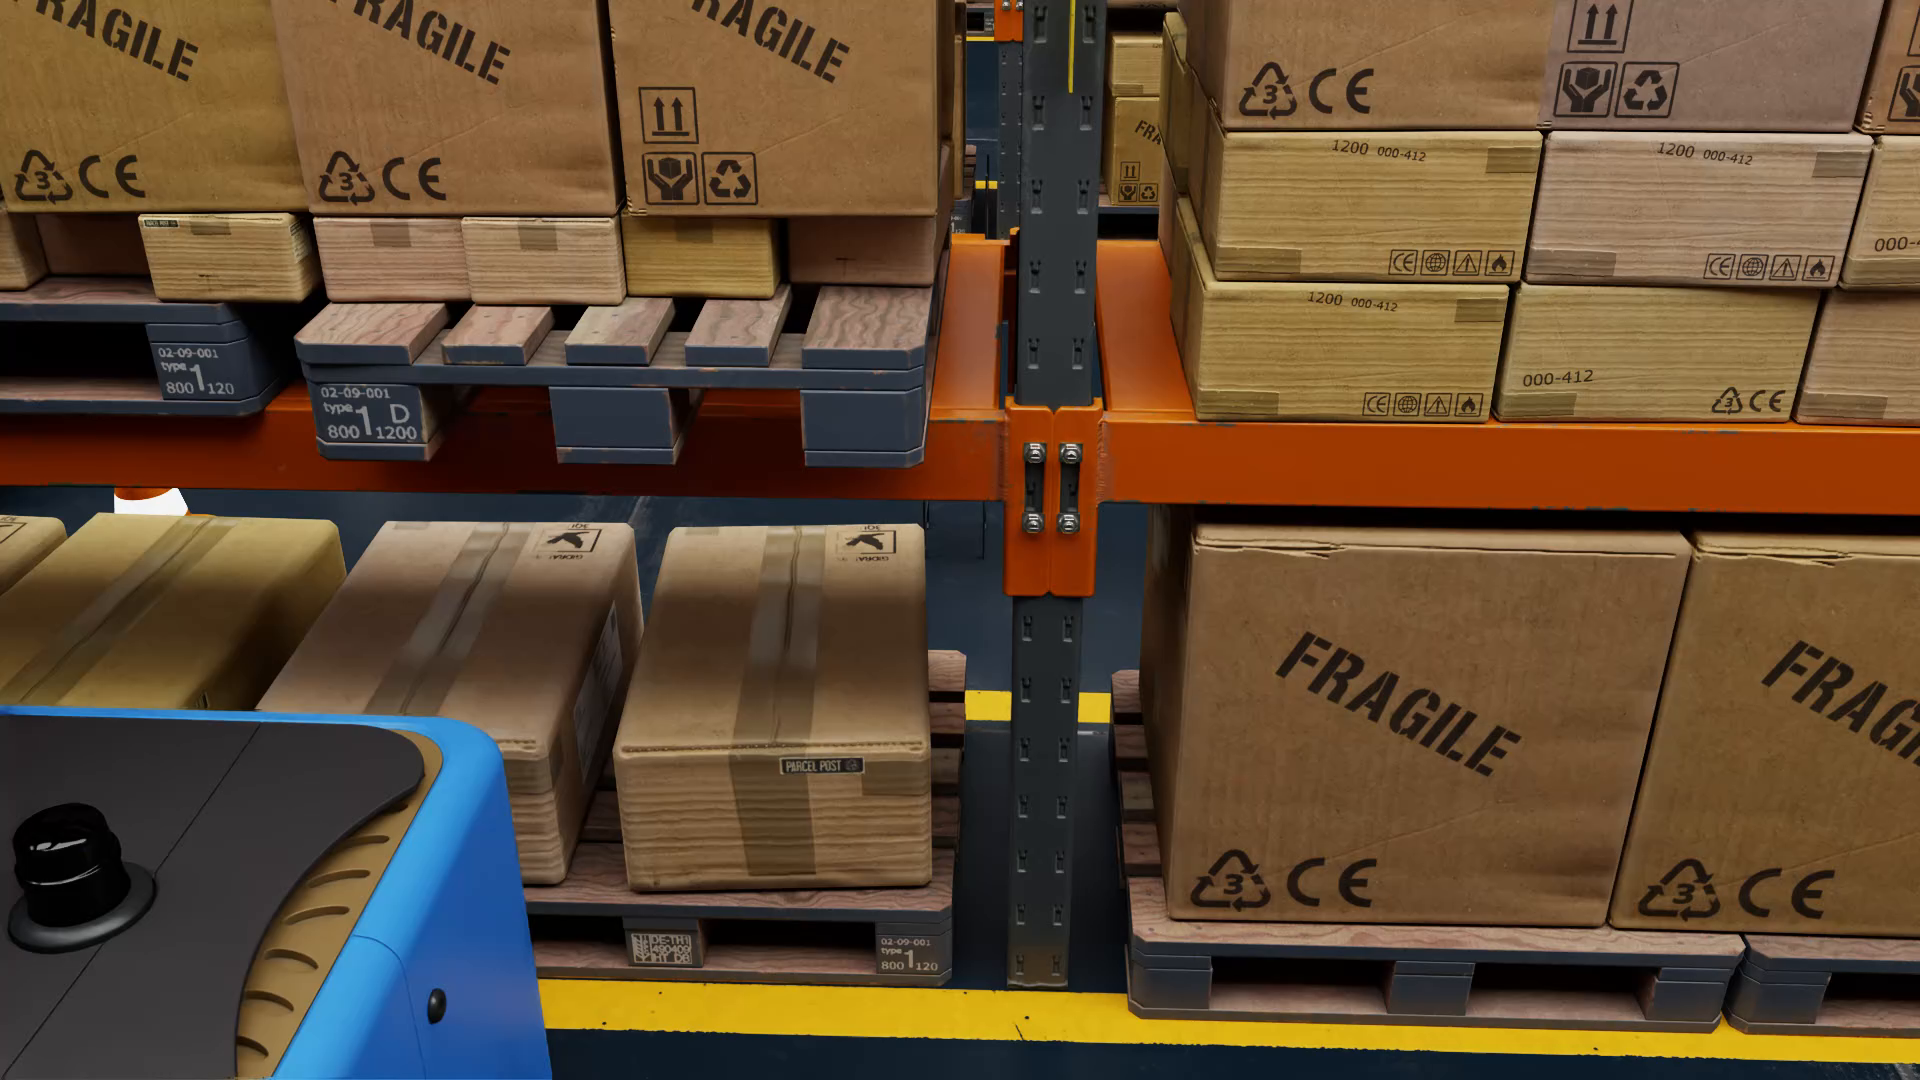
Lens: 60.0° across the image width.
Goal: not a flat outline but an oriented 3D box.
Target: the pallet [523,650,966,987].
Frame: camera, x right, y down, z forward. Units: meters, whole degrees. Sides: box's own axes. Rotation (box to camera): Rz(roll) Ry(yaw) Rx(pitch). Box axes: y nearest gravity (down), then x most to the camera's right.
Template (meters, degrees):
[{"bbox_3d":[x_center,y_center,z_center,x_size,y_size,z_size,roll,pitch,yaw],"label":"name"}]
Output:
[{"bbox_3d":[-0.602,0.600,3.893,1.213,0.211,1.003,1,28,2],"label":"pallet"}]

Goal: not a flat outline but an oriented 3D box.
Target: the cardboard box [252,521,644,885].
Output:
[{"bbox_3d":[-1.123,0.335,3.773,0.625,0.372,0.950,0,28,1],"label":"cardboard box"}]

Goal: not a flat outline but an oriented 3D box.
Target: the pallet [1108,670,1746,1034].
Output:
[{"bbox_3d":[0.964,0.662,3.776,1.213,0.211,1.003,1,28,2],"label":"pallet"}]

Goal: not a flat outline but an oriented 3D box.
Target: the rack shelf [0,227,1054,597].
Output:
[{"bbox_3d":[-1.820,-0.334,3.445,4.000,0.370,1.077,1,28,2],"label":"rack shelf"}]

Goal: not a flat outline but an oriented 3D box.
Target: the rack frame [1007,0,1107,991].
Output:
[{"bbox_3d":[0.179,-0.618,3.214,0.127,3.000,1.000,1,28,2],"label":"rack frame"}]

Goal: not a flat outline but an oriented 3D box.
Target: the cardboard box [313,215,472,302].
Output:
[{"bbox_3d":[-0.932,-0.550,2.904,0.250,0.149,0.380,0,28,-1],"label":"cardboard box"}]

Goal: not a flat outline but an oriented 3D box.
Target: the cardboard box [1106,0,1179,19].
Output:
[{"bbox_3d":[0.945,-2.461,8.109,0.500,0.250,0.500,0,28,1],"label":"cardboard box"}]

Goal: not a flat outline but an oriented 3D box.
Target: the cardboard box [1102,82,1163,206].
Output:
[{"bbox_3d":[0.951,-1.887,7.828,0.500,0.500,0.500,0,28,0],"label":"cardboard box"}]

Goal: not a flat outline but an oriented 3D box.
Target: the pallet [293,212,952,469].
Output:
[{"bbox_3d":[-0.537,-0.496,3.187,1.003,0.211,1.213,1,28,2],"label":"pallet"}]

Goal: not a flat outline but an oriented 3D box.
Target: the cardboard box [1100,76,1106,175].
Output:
[{"bbox_3d":[0.920,-2.130,8.285,0.500,0.500,0.500,1,28,2],"label":"cardboard box"}]

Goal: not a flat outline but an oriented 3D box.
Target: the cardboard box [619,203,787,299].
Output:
[{"bbox_3d":[-0.427,-0.559,2.921,0.250,0.149,0.380,1,28,3],"label":"cardboard box"}]

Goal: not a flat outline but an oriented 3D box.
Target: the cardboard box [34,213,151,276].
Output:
[{"bbox_3d":[-1.454,-0.611,3.020,0.250,0.149,0.380,1,28,2],"label":"cardboard box"}]

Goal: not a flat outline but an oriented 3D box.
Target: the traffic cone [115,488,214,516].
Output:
[{"bbox_3d":[-2.530,-0.198,5.130,0.334,0.463,0.336,1,28,2],"label":"traffic cone"}]

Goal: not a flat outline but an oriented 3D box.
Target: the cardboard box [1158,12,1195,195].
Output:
[{"bbox_3d":[0.672,-0.884,3.341,0.500,0.250,0.500,1,28,2],"label":"cardboard box"}]

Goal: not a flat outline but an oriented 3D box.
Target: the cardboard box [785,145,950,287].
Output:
[{"bbox_3d":[-0.157,-0.588,2.977,0.250,0.149,0.380,2,28,4],"label":"cardboard box"}]

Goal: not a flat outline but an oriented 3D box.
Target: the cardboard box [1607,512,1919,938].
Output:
[{"bbox_3d":[1.758,0.202,3.487,0.875,0.875,0.875,1,28,2],"label":"cardboard box"}]

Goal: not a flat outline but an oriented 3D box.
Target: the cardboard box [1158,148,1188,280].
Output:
[{"bbox_3d":[0.694,-0.665,3.462,0.500,0.250,0.500,0,28,0],"label":"cardboard box"}]

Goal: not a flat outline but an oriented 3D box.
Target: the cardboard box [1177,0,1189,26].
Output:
[{"bbox_3d":[0.705,-1.218,3.171,0.500,0.500,0.500,0,28,0],"label":"cardboard box"}]

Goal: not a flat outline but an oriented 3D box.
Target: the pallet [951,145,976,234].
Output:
[{"bbox_3d":[-0.533,-1.753,8.332,1.213,0.211,1.003,1,28,2],"label":"pallet"}]

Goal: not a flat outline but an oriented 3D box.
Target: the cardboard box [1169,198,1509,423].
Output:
[{"bbox_3d":[0.659,-0.426,3.012,0.500,0.250,0.500,0,28,1],"label":"cardboard box"}]

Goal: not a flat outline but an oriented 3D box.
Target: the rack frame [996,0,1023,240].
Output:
[{"bbox_3d":[0.253,-2.937,7.588,0.127,3.000,1.000,1,28,2],"label":"rack frame"}]

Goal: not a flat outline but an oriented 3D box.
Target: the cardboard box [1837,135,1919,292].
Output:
[{"bbox_3d":[1.691,-0.626,2.854,0.500,0.250,0.500,1,28,2],"label":"cardboard box"}]

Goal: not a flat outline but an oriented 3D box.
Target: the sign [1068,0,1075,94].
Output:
[{"bbox_3d":[0.169,-0.841,2.482,0.005,0.325,0.100,1,28,2],"label":"sign"}]

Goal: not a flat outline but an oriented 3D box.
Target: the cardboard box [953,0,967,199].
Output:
[{"bbox_3d":[-0.353,-2.181,8.115,0.750,0.750,1.050,1,28,1],"label":"cardboard box"}]

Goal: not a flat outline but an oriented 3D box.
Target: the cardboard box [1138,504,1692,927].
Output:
[{"bbox_3d":[0.866,0.185,3.518,0.875,0.875,0.875,1,28,1],"label":"cardboard box"}]

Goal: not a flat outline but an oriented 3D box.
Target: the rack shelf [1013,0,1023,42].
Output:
[{"bbox_3d":[2.251,-2.586,7.694,4.000,0.370,1.077,1,28,2],"label":"rack shelf"}]

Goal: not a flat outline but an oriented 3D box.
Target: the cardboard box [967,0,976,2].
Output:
[{"bbox_3d":[-0.142,-4.349,12.450,0.500,0.500,0.700,0,28,-1],"label":"cardboard box"}]

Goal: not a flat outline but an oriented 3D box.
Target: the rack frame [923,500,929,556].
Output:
[{"bbox_3d":[-0.106,-0.532,4.972,0.006,1.200,0.240,1,28,2],"label":"rack frame"}]

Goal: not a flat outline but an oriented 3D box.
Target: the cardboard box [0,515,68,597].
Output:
[{"bbox_3d":[-2.576,0.309,3.822,0.625,0.372,0.950,3,28,5],"label":"cardboard box"}]

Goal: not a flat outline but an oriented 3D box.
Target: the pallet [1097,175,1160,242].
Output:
[{"bbox_3d":[1.034,-1.691,8.215,1.213,0.211,1.003,1,28,2],"label":"pallet"}]

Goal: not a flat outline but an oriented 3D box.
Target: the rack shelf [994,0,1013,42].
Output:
[{"bbox_3d":[-1.746,-2.652,7.819,4.000,0.370,1.077,1,28,2],"label":"rack shelf"}]

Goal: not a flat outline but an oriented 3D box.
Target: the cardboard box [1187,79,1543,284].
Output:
[{"bbox_3d":[0.677,-0.649,2.898,0.500,0.250,0.500,1,28,1],"label":"cardboard box"}]

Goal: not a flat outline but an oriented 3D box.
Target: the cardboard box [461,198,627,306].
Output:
[{"bbox_3d":[-0.681,-0.542,2.890,0.250,0.149,0.380,1,28,1],"label":"cardboard box"}]

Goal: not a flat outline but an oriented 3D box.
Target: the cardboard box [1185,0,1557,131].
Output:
[{"bbox_3d":[0.663,-0.982,2.725,0.500,0.500,0.500,0,28,0],"label":"cardboard box"}]

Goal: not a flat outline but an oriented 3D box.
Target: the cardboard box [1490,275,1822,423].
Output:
[{"bbox_3d":[1.173,-0.426,3.011,0.500,0.250,0.500,0,28,0],"label":"cardboard box"}]

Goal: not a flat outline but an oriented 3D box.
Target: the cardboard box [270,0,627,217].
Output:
[{"bbox_3d":[-0.802,-0.860,2.798,0.500,0.500,0.500,1,28,1],"label":"cardboard box"}]

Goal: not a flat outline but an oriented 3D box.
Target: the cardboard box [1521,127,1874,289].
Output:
[{"bbox_3d":[1.193,-0.640,2.881,0.500,0.250,0.500,2,28,3],"label":"cardboard box"}]

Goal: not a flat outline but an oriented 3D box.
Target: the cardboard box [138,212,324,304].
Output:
[{"bbox_3d":[-1.208,-0.548,2.901,0.250,0.149,0.380,1,28,3],"label":"cardboard box"}]

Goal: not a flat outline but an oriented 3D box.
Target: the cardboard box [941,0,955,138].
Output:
[{"bbox_3d":[-0.263,-1.095,3.241,0.500,0.500,0.500,0,28,0],"label":"cardboard box"}]

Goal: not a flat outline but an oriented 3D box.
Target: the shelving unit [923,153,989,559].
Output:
[{"bbox_3d":[-0.014,-0.530,4.969,0.189,1.200,0.258,1,28,2],"label":"shelving unit"}]

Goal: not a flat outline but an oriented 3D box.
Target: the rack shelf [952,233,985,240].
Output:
[{"bbox_3d":[-0.014,-0.809,4.822,0.180,0.103,0.258,1,28,2],"label":"rack shelf"}]

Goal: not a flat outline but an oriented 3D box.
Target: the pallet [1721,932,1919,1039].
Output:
[{"bbox_3d":[2.180,0.683,3.735,1.213,0.211,1.003,1,28,2],"label":"pallet"}]

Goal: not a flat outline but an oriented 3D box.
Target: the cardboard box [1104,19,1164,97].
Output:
[{"bbox_3d":[0.933,-2.225,7.664,0.500,0.250,0.500,0,28,-1],"label":"cardboard box"}]

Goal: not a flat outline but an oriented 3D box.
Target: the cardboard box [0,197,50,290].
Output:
[{"bbox_3d":[-1.708,-0.577,2.955,0.250,0.149,0.380,0,28,0],"label":"cardboard box"}]

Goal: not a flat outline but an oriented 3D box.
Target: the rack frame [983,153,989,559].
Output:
[{"bbox_3d":[0.077,-0.529,4.967,0.006,1.200,0.240,1,28,2],"label":"rack frame"}]

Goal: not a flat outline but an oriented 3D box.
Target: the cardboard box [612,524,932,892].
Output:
[{"bbox_3d":[-0.385,0.343,3.757,0.625,0.372,0.950,-1,28,-2],"label":"cardboard box"}]

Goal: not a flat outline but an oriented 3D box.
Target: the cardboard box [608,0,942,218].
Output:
[{"bbox_3d":[-0.285,-0.857,2.791,0.500,0.500,0.500,0,28,0],"label":"cardboard box"}]

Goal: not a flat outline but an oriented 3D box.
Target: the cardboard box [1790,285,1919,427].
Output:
[{"bbox_3d":[1.697,-0.415,2.990,0.500,0.250,0.500,2,28,3],"label":"cardboard box"}]

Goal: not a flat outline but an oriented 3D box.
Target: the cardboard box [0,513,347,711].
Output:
[{"bbox_3d":[-1.881,0.319,3.802,0.625,0.372,0.950,2,28,3],"label":"cardboard box"}]

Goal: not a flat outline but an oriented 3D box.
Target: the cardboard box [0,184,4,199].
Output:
[{"bbox_3d":[-1.852,-0.878,2.830,0.500,0.500,0.500,0,28,0],"label":"cardboard box"}]

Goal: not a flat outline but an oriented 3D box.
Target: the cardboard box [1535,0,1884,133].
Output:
[{"bbox_3d":[1.159,-0.978,2.718,0.500,0.500,0.500,1,28,2],"label":"cardboard box"}]

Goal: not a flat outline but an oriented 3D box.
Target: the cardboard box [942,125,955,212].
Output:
[{"bbox_3d":[-0.139,-0.785,3.349,0.250,0.149,0.380,-1,28,-1],"label":"cardboard box"}]

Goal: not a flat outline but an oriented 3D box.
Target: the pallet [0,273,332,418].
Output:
[{"bbox_3d":[-1.801,-0.547,3.284,1.213,0.211,1.003,1,28,2],"label":"pallet"}]

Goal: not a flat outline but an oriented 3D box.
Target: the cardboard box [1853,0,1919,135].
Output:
[{"bbox_3d":[1.676,-0.962,2.688,0.500,0.500,0.500,2,28,3],"label":"cardboard box"}]

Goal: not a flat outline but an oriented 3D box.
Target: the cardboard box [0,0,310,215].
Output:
[{"bbox_3d":[-1.307,-0.868,2.812,0.500,0.500,0.500,-1,28,-2],"label":"cardboard box"}]

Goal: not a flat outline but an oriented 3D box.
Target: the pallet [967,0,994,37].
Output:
[{"bbox_3d":[-0.252,-4.039,12.643,1.213,0.211,1.003,1,28,2],"label":"pallet"}]

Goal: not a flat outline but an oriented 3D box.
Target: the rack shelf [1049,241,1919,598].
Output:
[{"bbox_3d":[2.178,-0.267,3.320,4.000,0.370,1.077,1,28,2],"label":"rack shelf"}]
